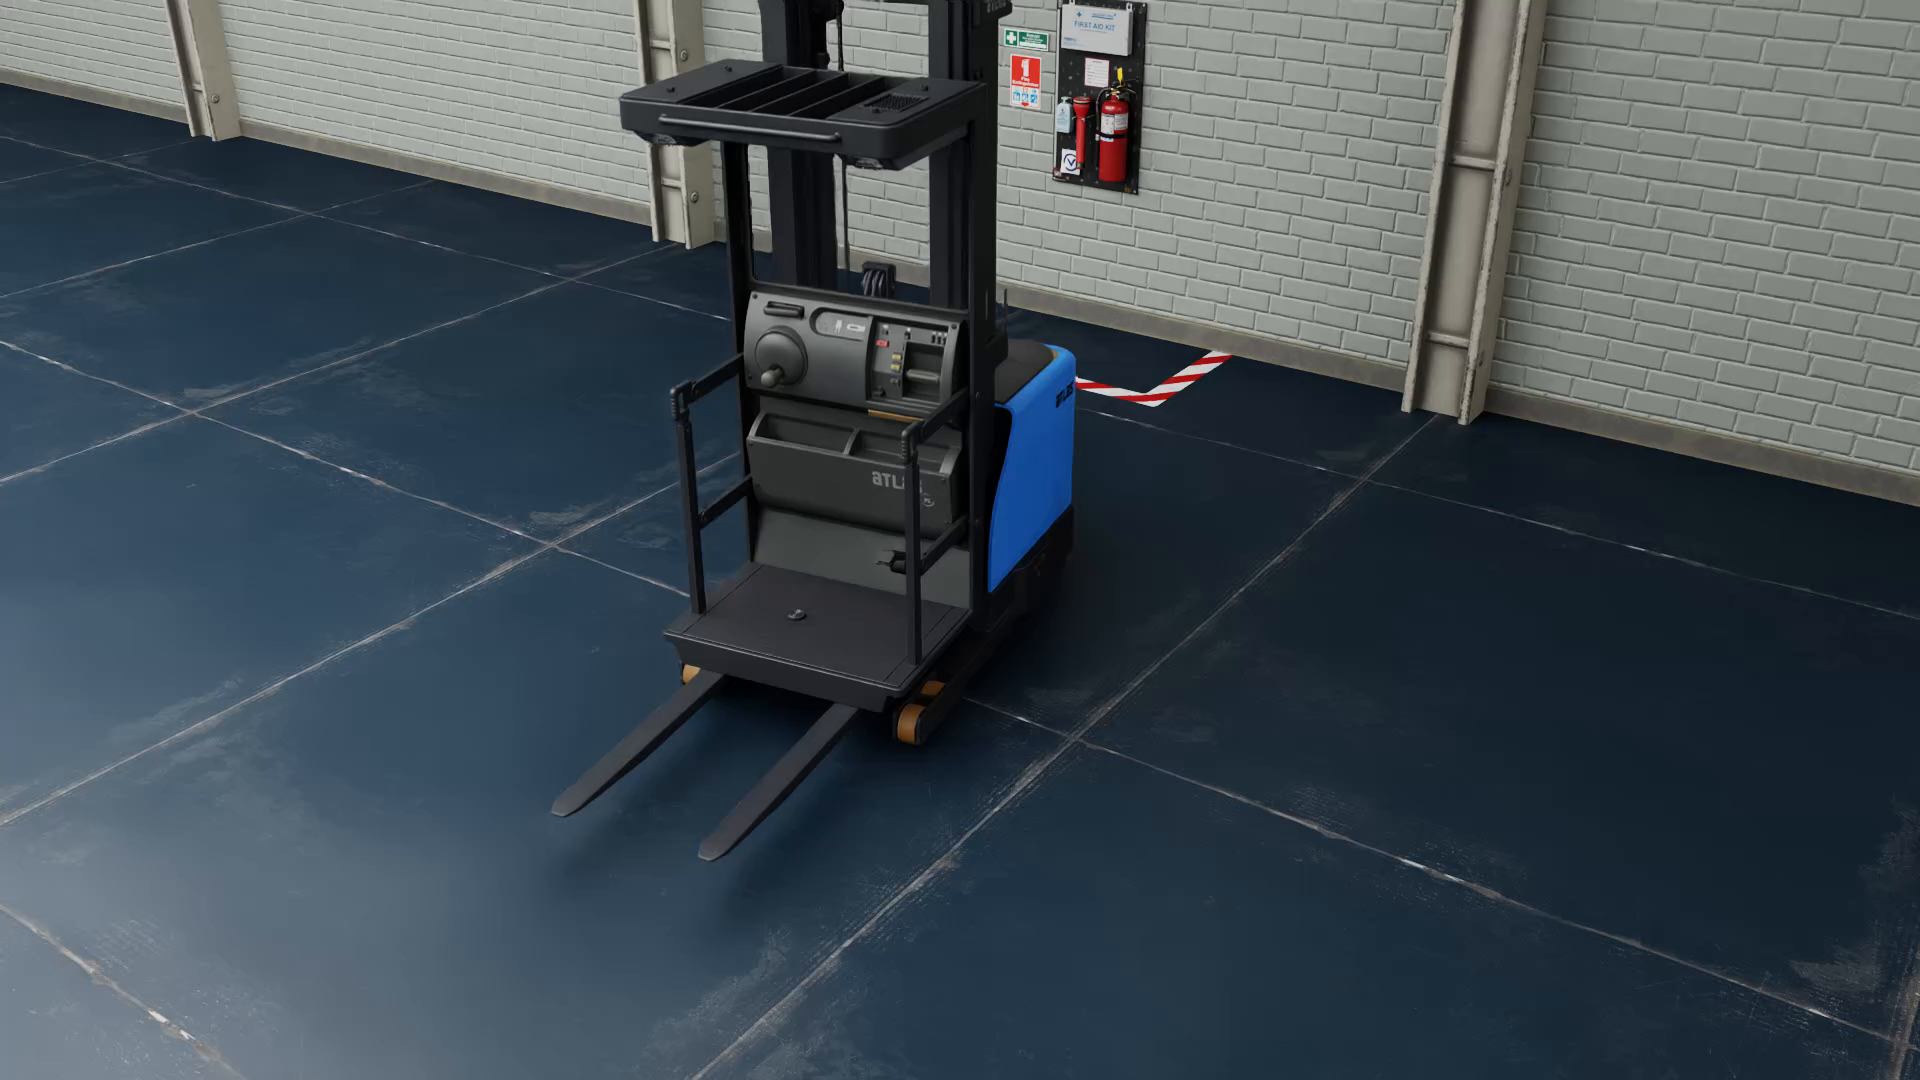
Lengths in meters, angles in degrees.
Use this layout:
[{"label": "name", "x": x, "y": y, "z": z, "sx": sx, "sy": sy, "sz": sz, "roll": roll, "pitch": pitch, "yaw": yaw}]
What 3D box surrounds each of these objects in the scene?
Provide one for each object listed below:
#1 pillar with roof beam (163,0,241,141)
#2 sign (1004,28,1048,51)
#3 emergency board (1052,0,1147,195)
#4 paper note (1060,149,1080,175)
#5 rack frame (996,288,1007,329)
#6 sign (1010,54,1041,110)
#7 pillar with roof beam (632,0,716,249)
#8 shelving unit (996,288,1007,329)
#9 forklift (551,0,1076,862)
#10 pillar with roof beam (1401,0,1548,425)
[{"label": "pillar with roof beam", "x": -9.495, "y": -6.249, "z": 10.607, "sx": 0.400, "sy": 9.000, "sz": 9.100, "roll": 17, "pitch": 32, "yaw": 30}, {"label": "sign", "x": 0.420, "y": -3.180, "z": 10.568, "sx": 0.331, "sy": 0.109, "sz": 0.001, "roll": 17, "pitch": 32, "yaw": 30}, {"label": "emergency board", "x": 0.818, "y": -2.752, "z": 10.350, "sx": 0.643, "sy": 1.169, "sz": 0.194, "roll": 17, "pitch": 32, "yaw": 30}, {"label": "paper note", "x": 0.711, "y": -2.430, "z": 10.690, "sx": 0.142, "sy": 0.148, "sz": 0.016, "roll": 17, "pitch": 32, "yaw": 30}, {"label": "rack frame", "x": 0.174, "y": -0.624, "z": 8.153, "sx": 0.006, "sy": 1.200, "sz": 0.240, "roll": 12, "pitch": 29, "yaw": 21}, {"label": "sign", "x": 0.421, "y": -2.948, "z": 10.697, "sx": 0.234, "sy": 0.329, "sz": 0.001, "roll": 17, "pitch": 32, "yaw": 30}, {"label": "pillar with roof beam", "x": -4.549, "y": -4.708, "z": 7.579, "sx": 0.400, "sy": 9.000, "sz": 9.100, "roll": 17, "pitch": 32, "yaw": 30}, {"label": "shelving unit", "x": 0.090, "y": -0.641, "z": 8.186, "sx": 0.189, "sy": 1.200, "sz": 0.258, "roll": 12, "pitch": 29, "yaw": 21}, {"label": "forklift", "x": -0.521, "y": -0.710, "z": 6.413, "sx": 1.130, "sy": 2.935, "sz": 3.031, "roll": 12, "pitch": 29, "yaw": 21}, {"label": "pillar with roof beam", "x": 0.396, "y": -3.167, "z": 4.552, "sx": 0.400, "sy": 9.000, "sz": 9.100, "roll": 17, "pitch": 32, "yaw": 30}]
